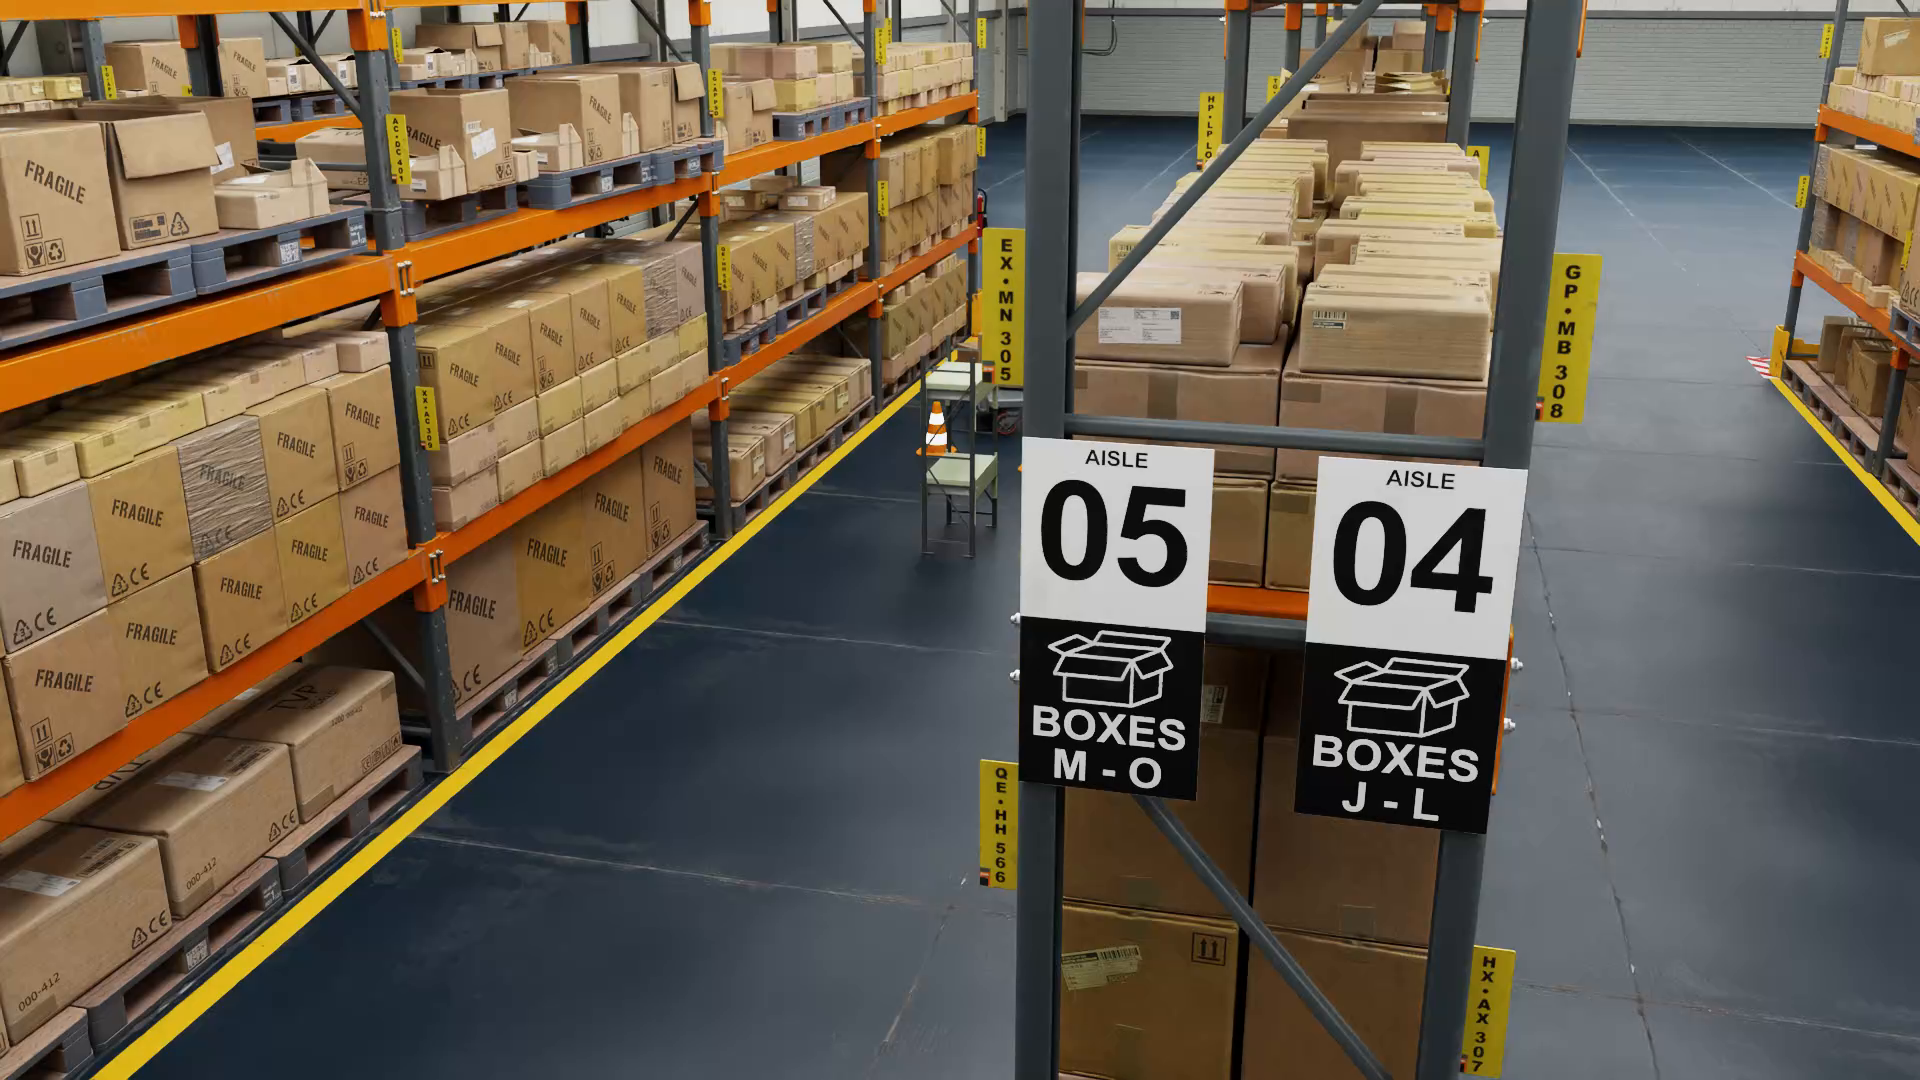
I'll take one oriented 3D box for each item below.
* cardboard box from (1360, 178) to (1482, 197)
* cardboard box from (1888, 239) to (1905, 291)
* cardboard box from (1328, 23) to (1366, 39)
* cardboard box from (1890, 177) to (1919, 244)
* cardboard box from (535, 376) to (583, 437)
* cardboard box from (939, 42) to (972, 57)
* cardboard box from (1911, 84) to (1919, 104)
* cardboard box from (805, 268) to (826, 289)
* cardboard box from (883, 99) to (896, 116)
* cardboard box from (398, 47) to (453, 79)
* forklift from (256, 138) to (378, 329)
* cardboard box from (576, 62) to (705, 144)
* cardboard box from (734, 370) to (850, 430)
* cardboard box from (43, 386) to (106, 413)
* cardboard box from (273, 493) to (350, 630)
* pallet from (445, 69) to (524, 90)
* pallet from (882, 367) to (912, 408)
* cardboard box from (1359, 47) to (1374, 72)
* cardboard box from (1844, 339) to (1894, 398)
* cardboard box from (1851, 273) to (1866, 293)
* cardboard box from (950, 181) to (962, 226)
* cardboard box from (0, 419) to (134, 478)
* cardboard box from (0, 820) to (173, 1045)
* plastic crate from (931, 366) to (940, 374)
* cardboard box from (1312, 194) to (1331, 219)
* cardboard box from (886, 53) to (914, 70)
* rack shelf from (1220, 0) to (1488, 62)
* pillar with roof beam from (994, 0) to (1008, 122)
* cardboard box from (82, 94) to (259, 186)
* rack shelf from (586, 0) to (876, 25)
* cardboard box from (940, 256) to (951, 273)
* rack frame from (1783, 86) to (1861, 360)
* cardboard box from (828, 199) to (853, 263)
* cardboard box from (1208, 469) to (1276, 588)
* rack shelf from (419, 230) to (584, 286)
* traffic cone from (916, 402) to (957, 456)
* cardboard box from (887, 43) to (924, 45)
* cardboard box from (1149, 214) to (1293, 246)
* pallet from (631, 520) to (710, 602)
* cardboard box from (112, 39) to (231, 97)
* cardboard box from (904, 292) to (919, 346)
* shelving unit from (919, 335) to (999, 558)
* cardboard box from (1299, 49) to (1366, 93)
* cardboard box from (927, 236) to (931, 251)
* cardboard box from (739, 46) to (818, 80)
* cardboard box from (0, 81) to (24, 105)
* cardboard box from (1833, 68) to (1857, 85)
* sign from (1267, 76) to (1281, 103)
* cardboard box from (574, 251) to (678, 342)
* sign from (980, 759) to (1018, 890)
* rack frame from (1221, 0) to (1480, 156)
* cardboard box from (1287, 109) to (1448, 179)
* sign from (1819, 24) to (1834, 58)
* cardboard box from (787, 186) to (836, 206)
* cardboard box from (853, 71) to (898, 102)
[{"bbox_3d":[1.503,-1.093,5.449,0.380,0.149,0.250,5,19,13],"label":"cardboard box"},{"bbox_3d":[8.672,-2.409,14.485,0.875,0.500,0.500,5,19,13],"label":"cardboard box"},{"bbox_3d":[3.898,-5.134,16.787,0.380,0.149,0.250,4,19,12],"label":"cardboard box"},{"bbox_3d":[8.188,-2.755,13.950,0.500,0.500,0.500,5,19,13],"label":"cardboard box"},{"bbox_3d":[-2.589,-0.809,9.874,0.500,0.250,0.500,5,19,14],"label":"cardboard box"},{"bbox_3d":[-0.083,-5.516,18.710,0.380,0.149,0.250,5,19,14],"label":"cardboard box"},{"bbox_3d":[8.276,-3.755,14.014,0.380,0.149,0.250,4,19,11],"label":"cardboard box"},{"bbox_3d":[-1.386,-2.292,14.495,0.380,0.149,0.250,5,19,13],"label":"cardboard box"},{"bbox_3d":[-0.830,-4.170,16.003,0.380,0.149,0.250,5,19,13],"label":"cardboard box"},{"bbox_3d":[-5.639,-4.969,17.288,0.500,0.311,0.500,5,20,15],"label":"cardboard box"},{"bbox_3d":[-4.714,-1.668,13.036,1.130,2.935,3.031,4,19,12],"label":"forklift"},{"bbox_3d":[-2.187,-2.997,11.370,0.797,0.503,0.637,3,19,10],"label":"cardboard box"},{"bbox_3d":[-1.562,-1.278,15.206,0.950,0.372,0.625,6,20,17],"label":"cardboard box"},{"bbox_3d":[-3.811,-0.551,6.954,0.380,0.149,0.250,5,19,13],"label":"cardboard box"},{"bbox_3d":[-3.205,0.074,7.676,0.500,0.500,0.500,4,19,12],"label":"cardboard box"},{"bbox_3d":[-5.595,-5.132,18.569,1.003,0.211,1.213,5,19,13],"label":"pallet"},{"bbox_3d":[-1.135,-1.607,17.066,1.003,0.211,1.213,5,19,13],"label":"pallet"},{"bbox_3d":[3.432,-4.264,14.858,0.500,0.250,0.500,4,19,13],"label":"cardboard box"},{"bbox_3d":[8.870,-1.621,16.011,0.500,0.500,0.500,7,20,18],"label":"cardboard box"},{"bbox_3d":[8.494,-2.372,15.379,0.380,0.149,0.250,5,19,13],"label":"cardboard box"},{"bbox_3d":[-0.279,-3.807,18.577,0.500,0.500,0.500,5,19,14],"label":"cardboard box"},{"bbox_3d":[-3.421,-0.352,6.372,0.380,0.149,0.250,4,19,12],"label":"cardboard box"},{"bbox_3d":[-3.916,1.559,6.796,0.875,0.438,0.875,5,20,15],"label":"cardboard box"},{"bbox_3d":[-0.086,-1.759,17.714,0.402,0.080,0.583,-2,19,-6],"label":"plastic crate"},{"bbox_3d":[1.129,-1.144,6.214,0.500,0.250,0.500,5,19,13],"label":"cardboard box"},{"bbox_3d":[-0.672,-4.710,16.352,0.380,0.149,0.250,5,19,13],"label":"cardboard box"},{"bbox_3d":[2.094,-2.783,8.645,1.077,0.370,4.000,5,19,13],"label":"rack shelf"},{"bbox_3d":[5.359,-16.113,45.939,9.100,9.000,0.400,5,19,13],"label":"pillar with roof beam"},{"bbox_3d":[-3.566,-1.751,7.574,0.500,0.500,0.500,5,19,14],"label":"cardboard box"},{"bbox_3d":[-1.753,-4.396,13.367,1.077,0.370,4.000,5,19,13],"label":"rack shelf"},{"bbox_3d":[-0.319,-3.056,18.434,0.380,0.149,0.250,5,19,14],"label":"cardboard box"},{"bbox_3d":[9.323,-3.185,17.370,1.000,3.000,0.127,5,19,13],"label":"rack frame"},{"bbox_3d":[-1.275,-2.782,14.927,0.500,0.500,0.500,5,19,14],"label":"cardboard box"},{"bbox_3d":[0.483,-0.105,3.946,0.500,0.250,0.500,4,19,12],"label":"cardboard box"},{"bbox_3d":[-5.590,-3.391,19.087,1.077,0.370,4.000,5,19,13],"label":"rack shelf"},{"bbox_3d":[-0.210,-1.014,14.939,0.336,0.463,0.334,5,19,13],"label":"traffic cone"},{"bbox_3d":[-0.618,-5.470,18.575,0.380,0.149,0.250,5,19,13],"label":"cardboard box"},{"bbox_3d":[0.722,-0.810,4.620,0.380,0.149,0.250,4,19,12],"label":"cardboard box"},{"bbox_3d":[-2.507,0.101,12.065,1.003,0.211,1.213,5,19,13],"label":"pallet"},{"bbox_3d":[-6.616,-3.937,13.974,0.700,0.500,0.500,4,19,12],"label":"cardboard box"},{"bbox_3d":[-0.739,-2.298,17.219,0.500,0.500,0.500,5,20,16],"label":"cardboard box"},{"bbox_3d":[0.002,-0.712,12.451,0.431,1.500,0.755,5,19,13],"label":"shelving unit"},{"bbox_3d":[2.736,-3.380,12.344,0.500,0.500,0.500,5,19,13],"label":"cardboard box"},{"bbox_3d":[-0.520,-3.149,17.656,0.380,0.149,0.250,5,19,13],"label":"cardboard box"},{"bbox_3d":[-1.510,-3.984,13.879,0.500,0.250,0.500,5,19,14],"label":"cardboard box"},{"bbox_3d":[-7.035,-3.236,12.035,0.380,0.149,0.250,4,19,12],"label":"cardboard box"},{"bbox_3d":[8.874,-4.580,16.430,0.380,0.149,0.250,5,20,15],"label":"cardboard box"},{"bbox_3d":[2.047,-2.848,10.823,0.100,0.325,0.005,5,19,13],"label":"sign"},{"bbox_3d":[-2.232,-1.636,11.135,0.500,0.500,0.500,5,19,14],"label":"cardboard box"},{"bbox_3d":[0.095,0.659,3.836,0.100,0.325,0.005,5,19,13],"label":"sign"},{"bbox_3d":[1.606,-2.686,6.628,1.000,3.000,0.127,5,19,13],"label":"rack frame"},{"bbox_3d":[1.805,-1.622,7.352,0.700,0.500,0.500,5,19,13],"label":"cardboard box"},{"bbox_3d":[8.796,-5.060,16.869,0.100,0.325,0.005,5,19,13],"label":"sign"},{"bbox_3d":[-1.314,-3.028,14.643,0.380,0.149,0.250,4,19,12],"label":"cardboard box"},{"bbox_3d":[-0.891,-4.319,15.823,0.500,0.250,0.500,4,19,12],"label":"cardboard box"}]
